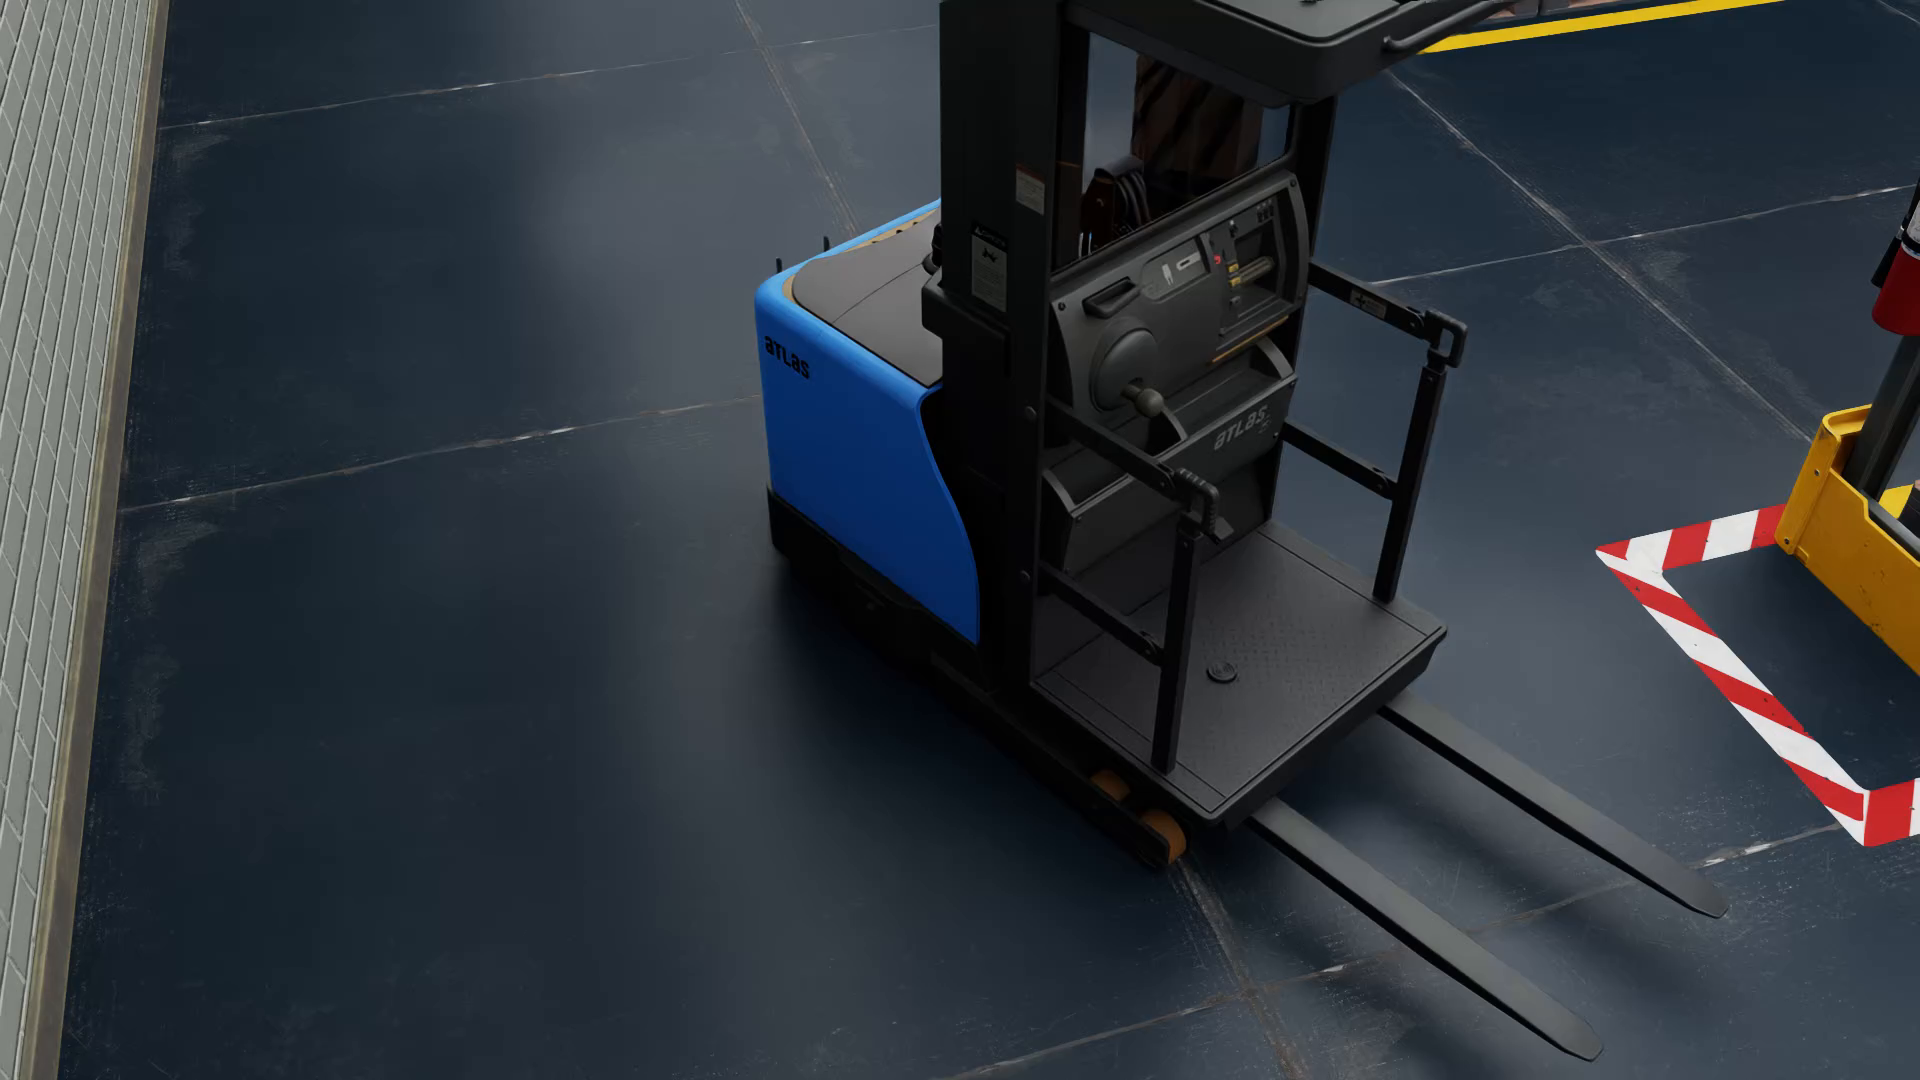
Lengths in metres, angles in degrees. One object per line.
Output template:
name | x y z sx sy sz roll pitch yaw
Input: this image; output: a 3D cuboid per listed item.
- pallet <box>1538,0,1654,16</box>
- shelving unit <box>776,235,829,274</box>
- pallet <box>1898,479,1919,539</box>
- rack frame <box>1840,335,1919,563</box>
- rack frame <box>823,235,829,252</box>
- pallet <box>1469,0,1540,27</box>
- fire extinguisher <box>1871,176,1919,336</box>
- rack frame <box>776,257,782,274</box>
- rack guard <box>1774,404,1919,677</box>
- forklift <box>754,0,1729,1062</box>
pallet | 3.571 -3.340 9.413 1.213 0.211 1.003 -12 42 -13
shelving unit | -0.443 -0.575 5.724 0.210 0.900 0.258 -32 51 -32
pallet | 3.957 0.075 5.504 1.213 0.211 1.003 -12 42 -13
rack frame | 3.158 -0.836 4.427 0.127 3.000 1.000 -12 42 -13
rack frame | -0.370 -0.621 5.777 0.006 0.900 0.240 -32 51 -32
pallet | 2.410 -3.102 9.140 1.213 0.211 1.003 -12 42 -13
fire extinguisher | 2.878 -0.922 4.868 0.183 0.674 0.296 -12 42 -13
rack frame | -0.516 -0.528 5.671 0.006 0.900 0.240 -32 51 -32
rack guard | 3.139 0.118 5.235 0.348 0.500 1.175 -12 42 -13
forklift | 0.730 -0.567 4.171 1.130 2.935 3.031 -31 50 -31
